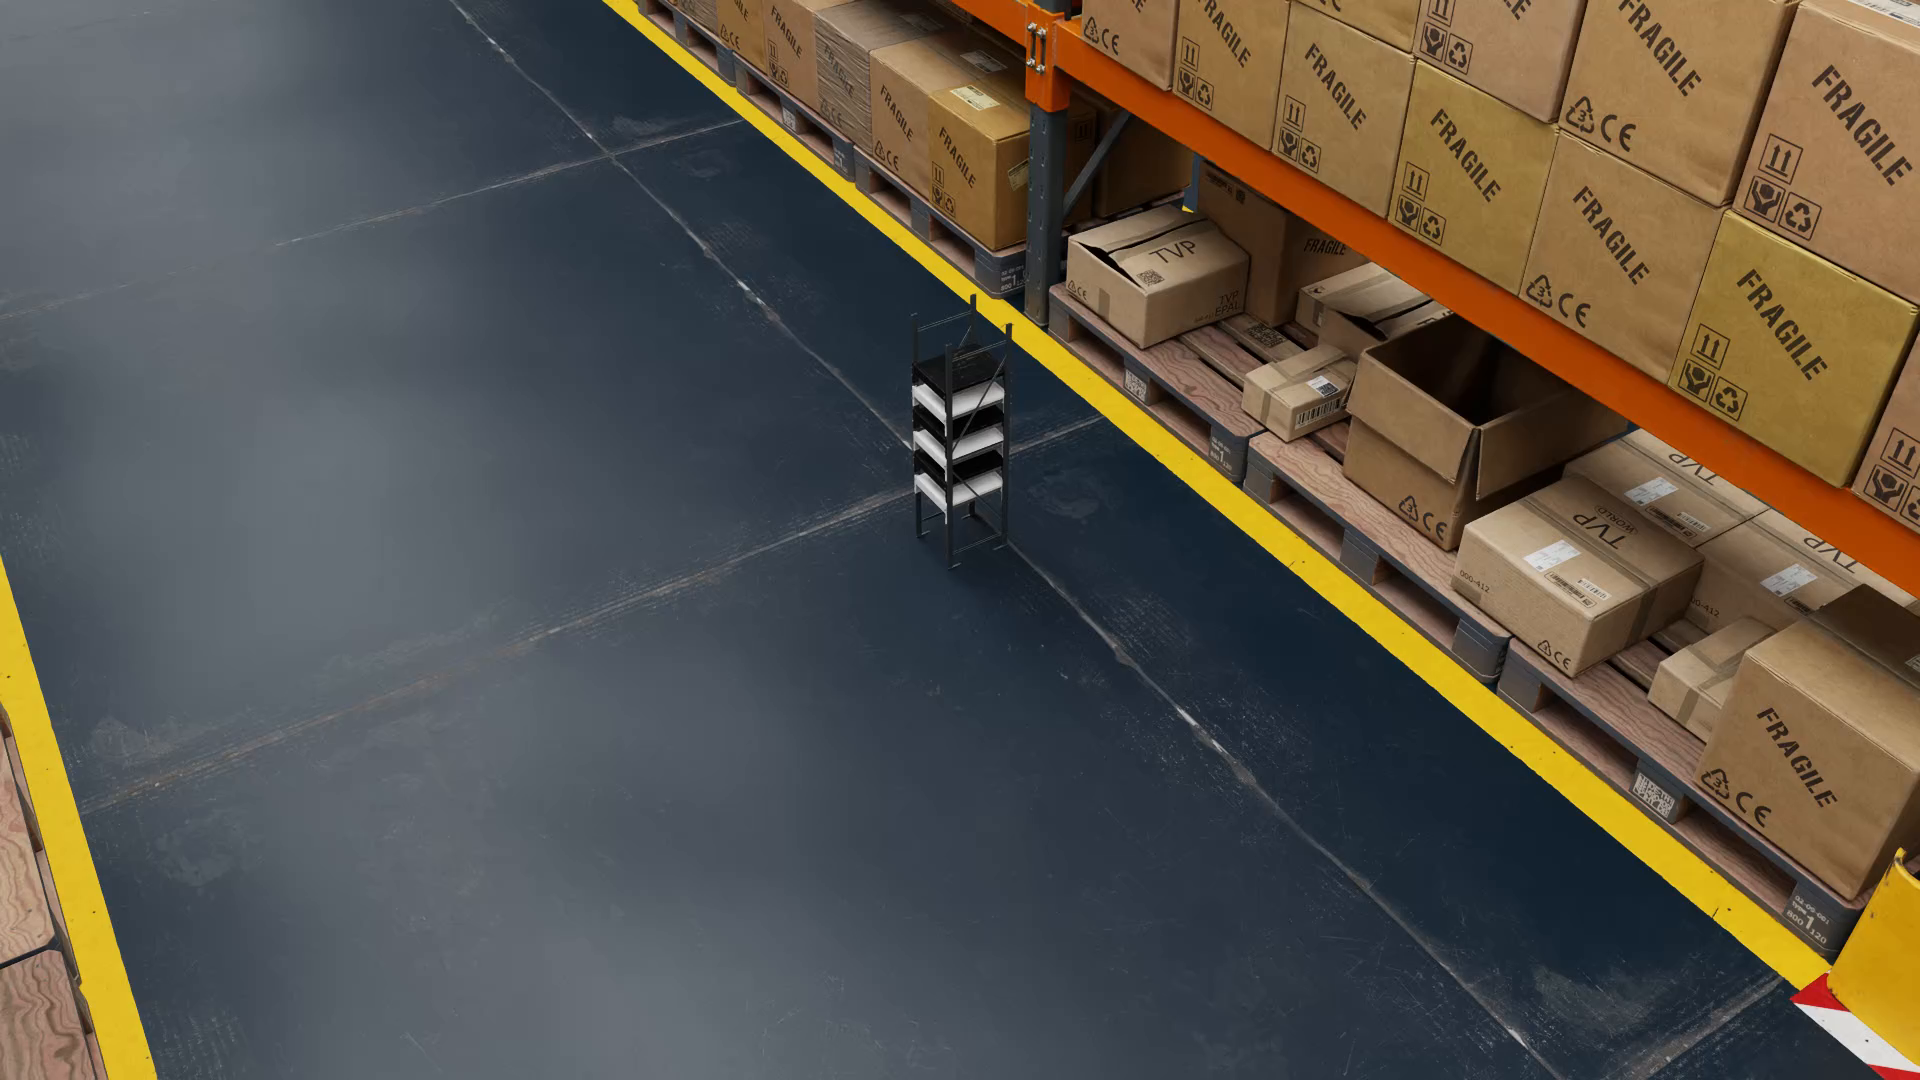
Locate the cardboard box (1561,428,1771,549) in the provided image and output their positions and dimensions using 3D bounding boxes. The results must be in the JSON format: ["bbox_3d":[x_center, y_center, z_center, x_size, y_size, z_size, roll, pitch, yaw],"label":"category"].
[{"bbox_3d":[2.277,-0.102,5.334,0.500,0.250,0.500,-22,45,-24],"label":"cardboard box"}]

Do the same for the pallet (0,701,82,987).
[{"bbox_3d":[-3.033,0.940,4.457,1.003,0.211,1.213,-22,45,-24],"label":"pallet"}]

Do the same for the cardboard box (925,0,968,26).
[{"bbox_3d":[0.104,-2.328,7.809,0.500,0.500,0.500,-22,44,-24],"label":"cardboard box"}]

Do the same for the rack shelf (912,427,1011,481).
[{"bbox_3d":[0.004,-0.316,5.478,0.258,0.077,0.200,-22,45,-24],"label":"rack shelf"}]

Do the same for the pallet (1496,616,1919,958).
[{"bbox_3d":[2.398,0.542,4.935,1.003,0.211,1.213,-22,45,-24],"label":"pallet"}]

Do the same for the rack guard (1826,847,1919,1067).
[{"bbox_3d":[2.827,0.860,4.327,1.175,0.500,0.348,-22,45,-24],"label":"rack guard"}]

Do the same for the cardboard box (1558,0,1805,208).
[{"bbox_3d":[1.842,-1.178,3.961,0.500,0.500,0.500,-21,44,-23],"label":"cardboard box"}]

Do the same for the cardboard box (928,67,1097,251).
[{"bbox_3d":[0.210,-1.594,6.929,0.500,0.500,0.500,-22,45,-25],"label":"cardboard box"}]

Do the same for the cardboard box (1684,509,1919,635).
[{"bbox_3d":[2.546,0.167,5.010,0.500,0.250,0.500,-22,45,-24],"label":"cardboard box"}]

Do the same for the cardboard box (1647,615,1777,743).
[{"bbox_3d":[2.226,0.402,4.794,0.380,0.166,0.250,-22,45,-24],"label":"cardboard box"}]

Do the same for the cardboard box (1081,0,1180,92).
[{"bbox_3d":[0.761,-1.887,5.594,0.500,0.500,0.500,-21,44,-23],"label":"cardboard box"}]

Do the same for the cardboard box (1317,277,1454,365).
[{"bbox_3d":[1.666,-0.739,6.051,0.500,0.311,0.500,-22,45,-24],"label":"cardboard box"}]

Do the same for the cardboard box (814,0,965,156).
[{"bbox_3d":[-0.318,-2.135,7.578,0.500,0.500,0.500,-22,44,-24],"label":"cardboard box"}]

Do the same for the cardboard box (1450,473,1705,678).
[{"bbox_3d":[1.882,0.097,5.095,0.500,0.250,0.500,-22,45,-24],"label":"cardboard box"}]

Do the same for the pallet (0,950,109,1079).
[{"bbox_3d":[-2.373,1.599,3.666,1.003,0.211,1.213,-22,45,-24],"label":"pallet"}]

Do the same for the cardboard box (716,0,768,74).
[{"bbox_3d":[-0.878,-2.688,8.242,0.500,0.500,0.500,-23,45,-25],"label":"cardboard box"}]

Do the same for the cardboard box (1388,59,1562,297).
[{"bbox_3d":[1.581,-1.067,4.610,0.500,0.500,0.500,-23,45,-25],"label":"cardboard box"}]

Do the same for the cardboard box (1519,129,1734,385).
[{"bbox_3d":[1.852,-0.795,4.283,0.500,0.500,0.500,-22,45,-24],"label":"cardboard box"}]

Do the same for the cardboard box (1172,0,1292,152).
[{"bbox_3d":[1.039,-1.612,5.263,0.500,0.500,0.500,-21,44,-24],"label":"cardboard box"}]

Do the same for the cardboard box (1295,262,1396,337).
[{"bbox_3d":[1.515,-0.900,6.370,0.380,0.149,0.250,-22,45,-24],"label":"cardboard box"}]

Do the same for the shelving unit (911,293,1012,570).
[{"bbox_3d":[0.004,-0.341,5.457,0.258,0.900,0.210,-22,45,-24],"label":"shelving unit"}]

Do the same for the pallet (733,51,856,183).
[{"bbox_3d":[-0.412,-2.232,8.263,1.003,0.211,1.213,-22,45,-24],"label":"pallet"}]

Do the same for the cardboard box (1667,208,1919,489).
[{"bbox_3d":[2.116,-0.524,3.958,0.500,0.500,0.500,-22,45,-24],"label":"cardboard box"}]

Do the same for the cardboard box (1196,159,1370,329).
[{"bbox_3d":[1.263,-1.217,6.476,0.500,0.500,0.500,-22,45,-24],"label":"cardboard box"}]

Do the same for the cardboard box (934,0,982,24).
[{"bbox_3d":[0.125,-2.599,7.549,0.500,0.250,0.500,-22,45,-24],"label":"cardboard box"}]

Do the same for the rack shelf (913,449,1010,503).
[{"bbox_3d":[0.004,-0.247,5.536,0.258,0.077,0.200,-22,45,-24],"label":"rack shelf"}]

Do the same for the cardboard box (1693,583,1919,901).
[{"bbox_3d":[2.368,0.524,4.387,0.500,0.500,0.500,-22,45,-24],"label":"cardboard box"}]

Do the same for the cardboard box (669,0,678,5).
[{"bbox_3d":[-1.430,-3.241,8.906,0.500,0.500,0.500,-20,44,-23],"label":"cardboard box"}]

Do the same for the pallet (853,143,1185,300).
[{"bbox_3d":[0.248,-1.573,7.472,1.003,0.211,1.213,-22,45,-24],"label":"pallet"}]

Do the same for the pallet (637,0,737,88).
[{"bbox_3d":[-1.064,-2.890,9.053,1.003,0.211,1.213,-22,45,-24],"label":"pallet"}]

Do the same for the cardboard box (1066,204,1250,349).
[{"bbox_3d":[0.760,-1.053,6.427,0.500,0.311,0.500,-22,45,-24],"label":"cardboard box"}]

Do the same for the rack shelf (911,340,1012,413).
[{"bbox_3d":[0.004,-0.523,5.305,0.258,0.077,0.200,-22,45,-24],"label":"rack shelf"}]

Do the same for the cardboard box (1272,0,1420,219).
[{"bbox_3d":[1.306,-1.341,4.938,0.500,0.500,0.500,-22,45,-25],"label":"cardboard box"}]

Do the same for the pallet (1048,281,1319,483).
[{"bbox_3d":[1.086,-0.775,6.516,1.003,0.211,1.213,-22,45,-24],"label":"pallet"}]

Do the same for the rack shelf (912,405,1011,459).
[{"bbox_3d":[0.004,-0.385,5.420,0.258,0.077,0.200,-22,45,-24],"label":"rack shelf"}]

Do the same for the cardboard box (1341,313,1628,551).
[{"bbox_3d":[1.732,-0.416,5.512,0.797,0.503,0.637,-22,45,-24],"label":"cardboard box"}]

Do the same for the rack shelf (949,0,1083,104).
[{"bbox_3d":[-0.358,-3.021,7.594,1.077,0.370,4.000,-22,45,-24],"label":"rack shelf"}]

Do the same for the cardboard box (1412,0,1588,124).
[{"bbox_3d":[1.565,-1.455,4.294,0.500,0.500,0.500,-21,44,-23],"label":"cardboard box"}]

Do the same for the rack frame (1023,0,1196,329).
[{"bbox_3d":[0.717,-2.218,6.068,1.000,3.000,0.127,-22,45,-24],"label":"rack frame"}]

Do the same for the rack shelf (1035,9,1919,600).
[{"bbox_3d":[1.792,-0.862,5.003,1.077,0.370,4.000,-22,45,-24],"label":"rack shelf"}]

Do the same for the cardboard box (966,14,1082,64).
[{"bbox_3d":[0.366,-2.056,7.483,0.500,0.500,0.500,-22,44,-24],"label":"cardboard box"}]

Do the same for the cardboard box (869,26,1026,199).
[{"bbox_3d":[-0.049,-1.864,7.253,0.500,0.500,0.500,-22,45,-24],"label":"cardboard box"}]

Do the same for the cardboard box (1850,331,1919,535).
[{"bbox_3d":[2.398,-0.245,3.623,0.500,0.500,0.500,-21,44,-23],"label":"cardboard box"}]

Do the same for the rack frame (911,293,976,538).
[{"bbox_3d":[-0.050,-0.396,5.523,0.240,0.900,0.006,-22,45,-24],"label":"rack frame"}]

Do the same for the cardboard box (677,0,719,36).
[{"bbox_3d":[-1.144,-2.961,8.569,0.500,0.500,0.500,-24,45,-26],"label":"cardboard box"}]

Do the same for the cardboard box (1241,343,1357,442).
[{"bbox_3d":[1.234,-0.534,5.917,0.380,0.166,0.250,-22,45,-24],"label":"cardboard box"}]

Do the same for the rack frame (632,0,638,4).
[{"bbox_3d":[-1.434,-4.377,8.659,1.000,3.000,0.127,-22,45,-24],"label":"rack frame"}]

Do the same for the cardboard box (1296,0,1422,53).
[{"bbox_3d":[1.287,-1.733,4.628,0.500,0.500,0.500,-24,45,-26],"label":"cardboard box"}]

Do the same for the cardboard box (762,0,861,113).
[{"bbox_3d":[-0.593,-2.408,7.906,0.500,0.500,0.500,-24,45,-26],"label":"cardboard box"}]

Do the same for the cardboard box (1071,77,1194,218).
[{"bbox_3d":[0.662,-1.772,7.142,0.500,0.500,0.500,-24,46,-26],"label":"cardboard box"}]

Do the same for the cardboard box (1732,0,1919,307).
[{"bbox_3d":[2.124,-0.899,3.627,0.500,0.500,0.500,-21,44,-23],"label":"cardboard box"}]

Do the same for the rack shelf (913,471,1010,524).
[{"bbox_3d":[0.004,-0.177,5.593,0.258,0.077,0.200,-22,45,-24],"label":"rack shelf"}]

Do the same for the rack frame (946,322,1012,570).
[{"bbox_3d":[0.059,-0.286,5.391,0.240,0.900,0.006,-22,45,-24],"label":"rack frame"}]

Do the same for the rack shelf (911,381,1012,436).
[{"bbox_3d":[0.004,-0.454,5.363,0.258,0.077,0.200,-22,45,-24],"label":"rack shelf"}]

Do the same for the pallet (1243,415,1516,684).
[{"bbox_3d":[1.746,-0.116,5.725,1.003,0.211,1.213,-22,45,-24],"label":"pallet"}]
